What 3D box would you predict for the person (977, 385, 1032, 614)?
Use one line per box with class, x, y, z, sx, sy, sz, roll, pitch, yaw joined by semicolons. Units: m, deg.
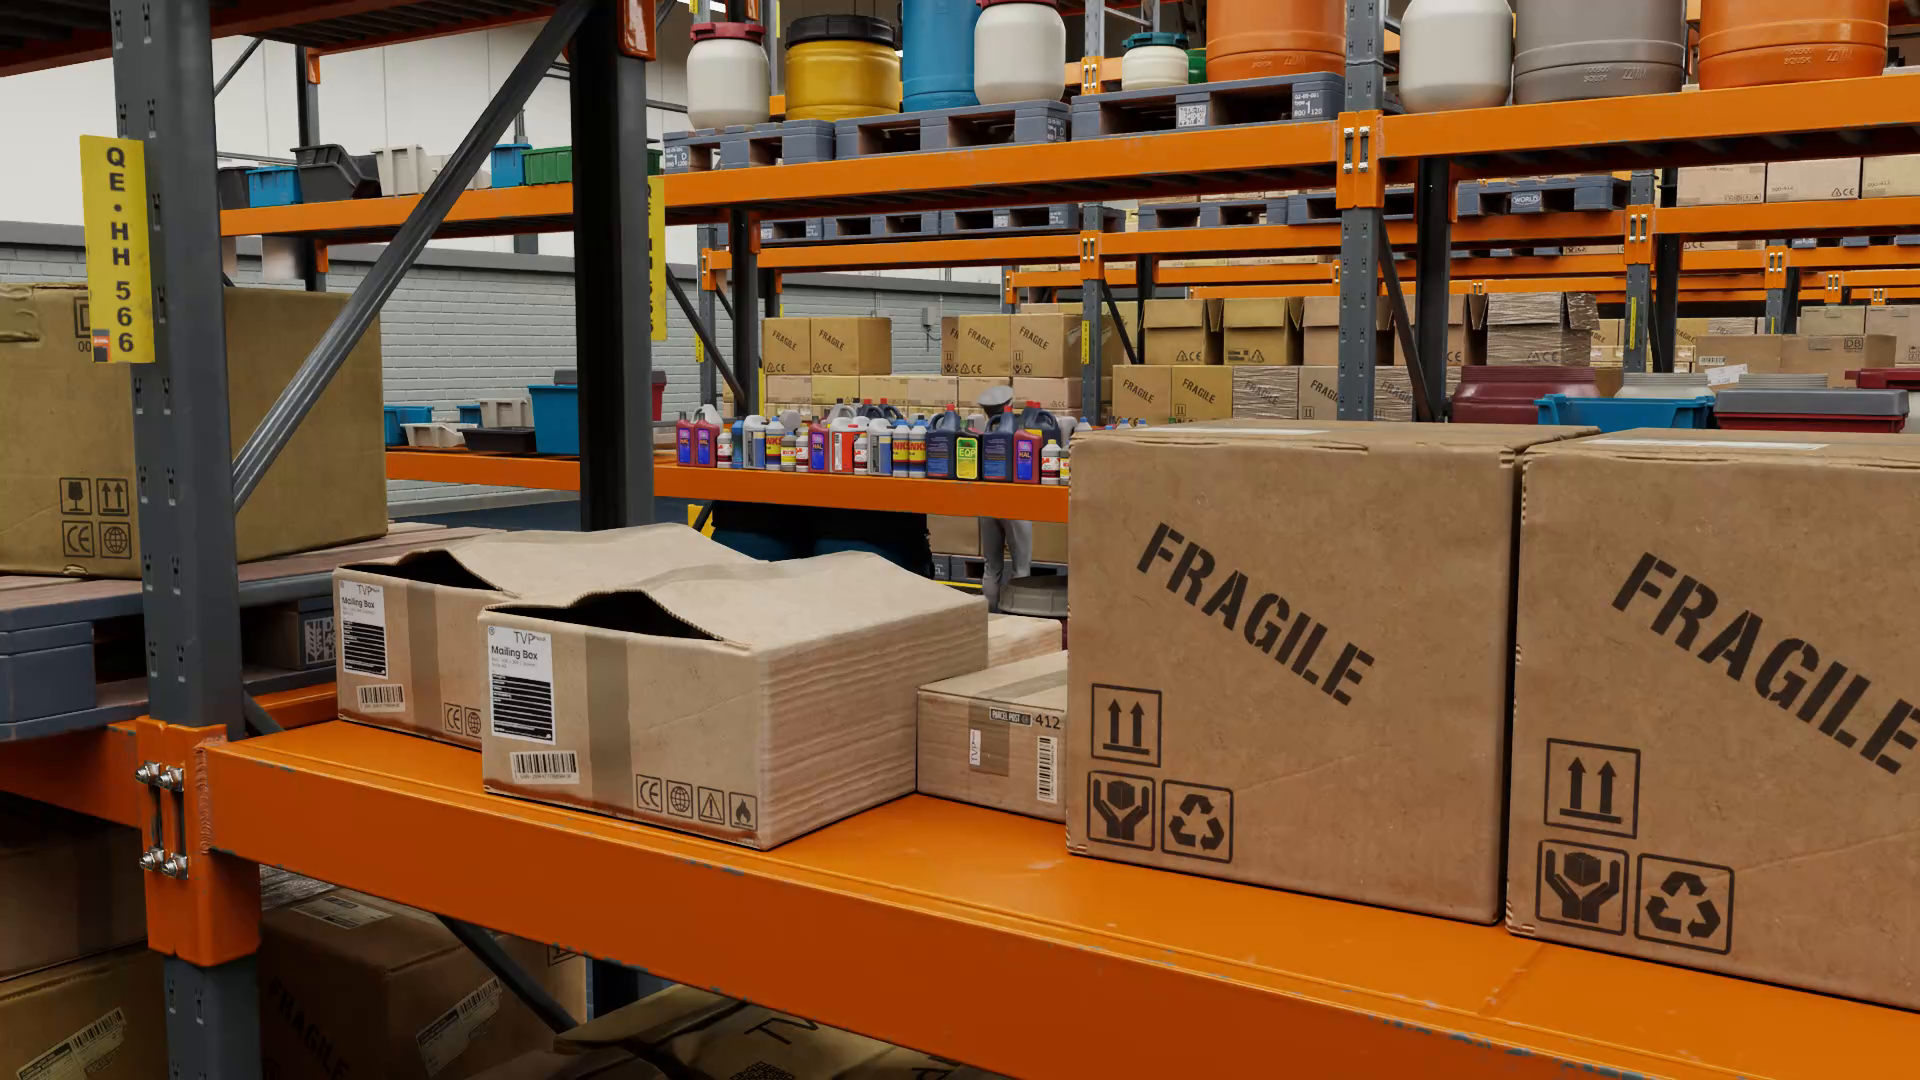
person;0.339;-0.187;11.055;0.459;1.686;0.556;4;8;34
